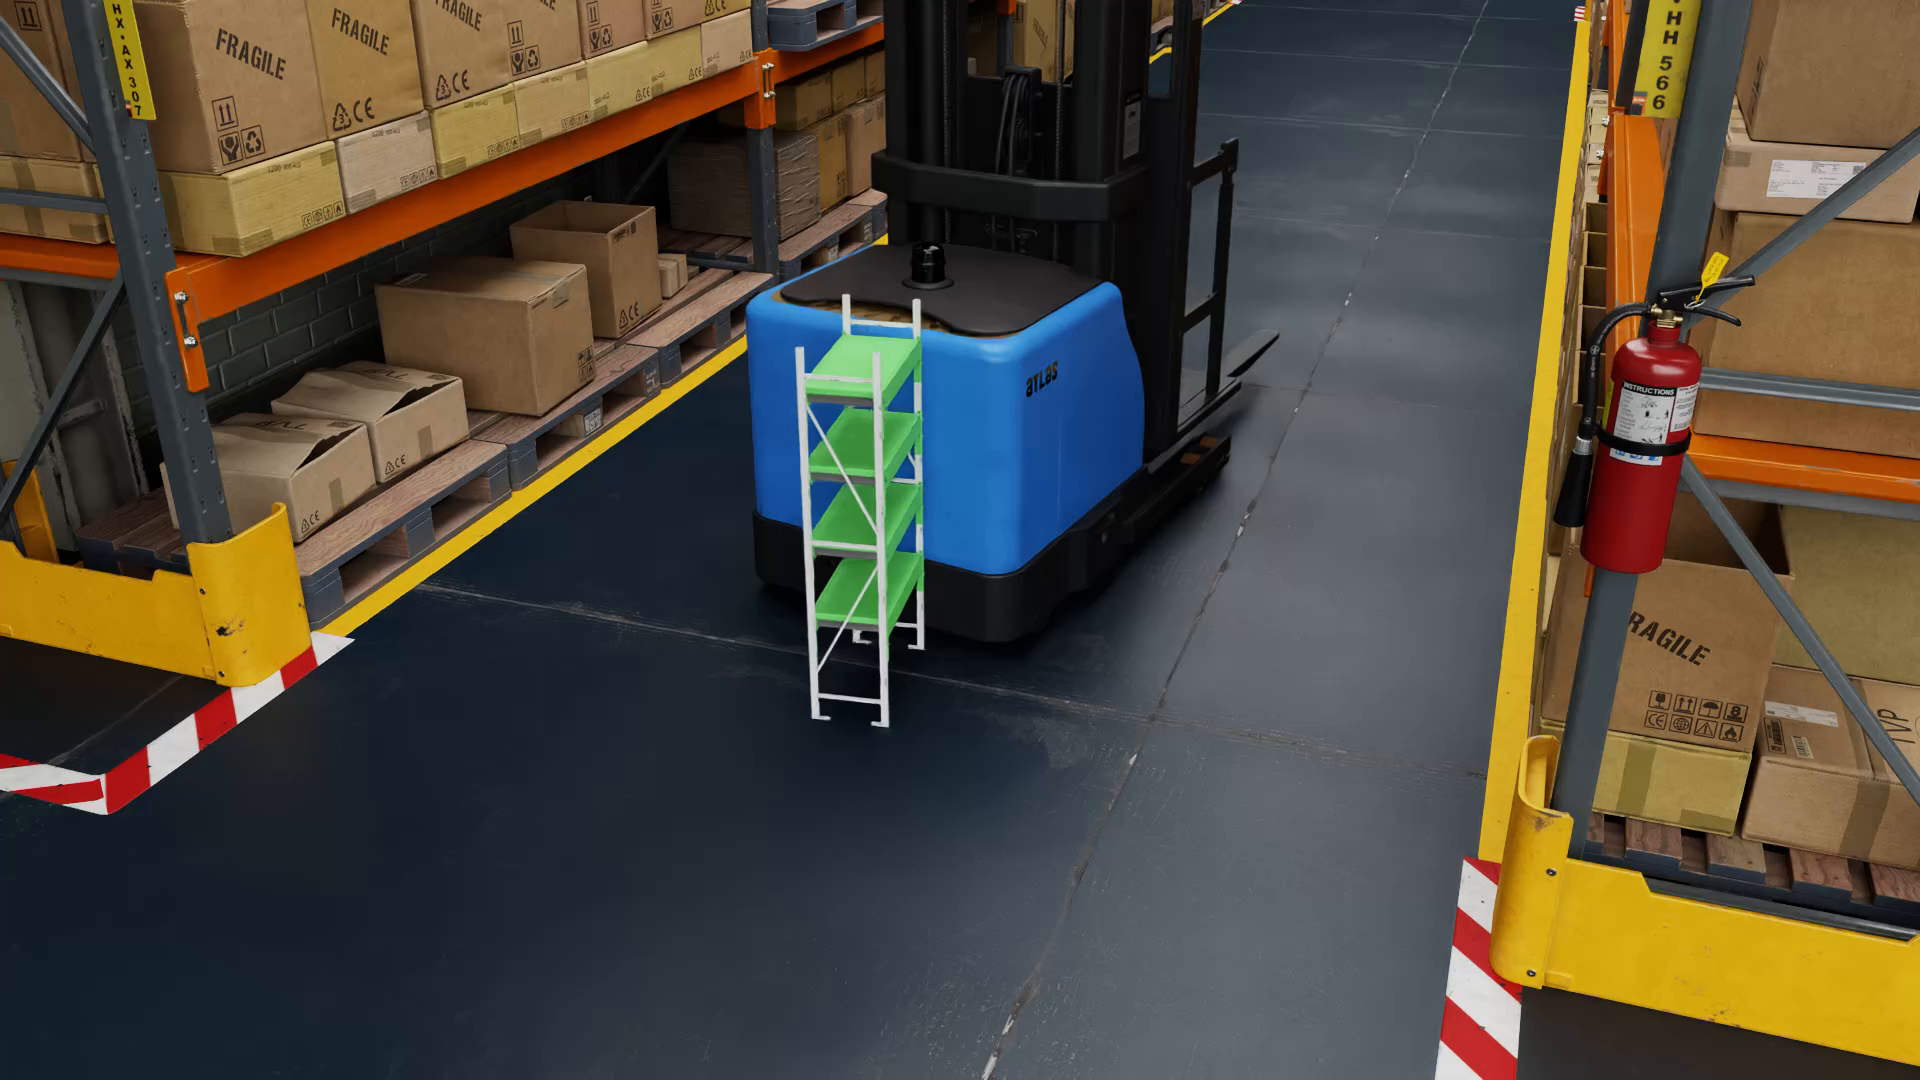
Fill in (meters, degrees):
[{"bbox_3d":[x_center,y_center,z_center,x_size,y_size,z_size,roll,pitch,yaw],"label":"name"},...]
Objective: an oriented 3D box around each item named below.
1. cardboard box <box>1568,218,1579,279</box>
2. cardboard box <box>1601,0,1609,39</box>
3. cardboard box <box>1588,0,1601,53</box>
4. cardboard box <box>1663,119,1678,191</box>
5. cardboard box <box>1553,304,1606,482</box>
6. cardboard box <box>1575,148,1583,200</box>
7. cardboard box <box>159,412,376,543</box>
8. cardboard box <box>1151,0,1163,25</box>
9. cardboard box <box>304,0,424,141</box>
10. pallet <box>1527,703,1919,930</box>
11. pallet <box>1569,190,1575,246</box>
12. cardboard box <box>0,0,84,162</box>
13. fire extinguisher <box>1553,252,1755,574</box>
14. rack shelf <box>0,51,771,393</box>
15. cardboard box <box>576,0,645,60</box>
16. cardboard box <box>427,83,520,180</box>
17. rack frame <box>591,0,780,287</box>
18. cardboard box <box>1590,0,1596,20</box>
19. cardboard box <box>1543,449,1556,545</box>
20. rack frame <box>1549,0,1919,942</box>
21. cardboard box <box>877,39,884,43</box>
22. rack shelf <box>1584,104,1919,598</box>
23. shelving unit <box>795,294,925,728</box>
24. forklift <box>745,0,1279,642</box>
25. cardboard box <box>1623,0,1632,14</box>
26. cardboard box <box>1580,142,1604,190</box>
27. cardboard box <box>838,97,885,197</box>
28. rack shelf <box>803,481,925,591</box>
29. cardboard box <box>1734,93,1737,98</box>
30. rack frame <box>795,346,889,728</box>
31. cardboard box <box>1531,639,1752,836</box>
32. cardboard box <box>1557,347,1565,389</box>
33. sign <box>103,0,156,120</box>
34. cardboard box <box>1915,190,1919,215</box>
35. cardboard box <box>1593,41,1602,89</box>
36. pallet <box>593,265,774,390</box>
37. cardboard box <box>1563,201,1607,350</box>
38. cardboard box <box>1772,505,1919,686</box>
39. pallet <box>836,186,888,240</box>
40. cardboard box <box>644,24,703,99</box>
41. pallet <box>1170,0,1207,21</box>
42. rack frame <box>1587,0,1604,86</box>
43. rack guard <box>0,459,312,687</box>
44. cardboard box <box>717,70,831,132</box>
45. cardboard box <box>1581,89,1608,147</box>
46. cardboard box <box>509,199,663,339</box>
[{"bbox_3d":[3.437,-1.507,8.593,0.500,0.250,0.500,9,27,19],"label":"cardboard box"},{"bbox_3d":[5.005,-3.842,12.247,0.500,0.250,0.500,8,27,16],"label":"cardboard box"},{"bbox_3d":[5.817,-4.561,14.591,0.500,0.500,0.500,9,27,17],"label":"cardboard box"},{"bbox_3d":[2.751,-1.363,5.509,0.700,0.500,0.500,9,27,18],"label":"cardboard box"},{"bbox_3d":[2.286,-0.452,5.554,0.500,0.500,0.500,9,27,17],"label":"cardboard box"},{"bbox_3d":[3.946,-2.141,9.903,0.500,0.250,0.500,8,27,16],"label":"cardboard box"},{"bbox_3d":[-2.456,-0.257,5.919,0.500,0.311,0.500,6,26,12],"label":"cardboard box"},{"bbox_3d":[1.568,-5.286,16.111,0.700,0.500,0.500,9,27,18],"label":"cardboard box"},{"bbox_3d":[-2.155,-1.631,5.465,0.500,0.500,0.500,9,27,18],"label":"cardboard box"},{"bbox_3d":[2.117,0.654,4.658,1.003,0.211,1.213,9,27,17],"label":"pallet"},{"bbox_3d":[4.253,-1.981,10.099,1.003,0.211,1.213,9,27,17],"label":"pallet"},{"bbox_3d":[-2.814,-1.501,5.198,0.500,0.500,0.500,8,27,17],"label":"cardboard box"},{"bbox_3d":[1.425,-0.265,3.444,0.296,0.674,0.183,9,27,17],"label":"fire extinguisher"},{"bbox_3d":[-2.105,-1.496,6.723,1.077,0.370,4.000,9,27,17],"label":"rack shelf"},{"bbox_3d":[-1.644,-2.270,6.785,0.500,0.500,0.500,8,27,16],"label":"cardboard box"},{"bbox_3d":[-1.974,-1.518,6.092,0.500,0.250,0.500,8,27,17],"label":"cardboard box"},{"bbox_3d":[-1.440,-2.642,8.264,1.000,3.000,0.127,9,27,17],"label":"rack frame"},{"bbox_3d":[6.445,-5.223,16.246,0.500,0.250,0.500,9,27,17],"label":"cardboard box"},{"bbox_3d":[2.290,-0.114,5.716,0.500,0.250,0.500,9,27,17],"label":"cardboard box"},{"bbox_3d":[1.902,-0.281,3.388,1.000,3.000,0.127,9,27,17],"label":"rack frame"},{"bbox_3d":[-0.548,-3.167,10.853,0.500,0.250,0.500,9,27,18],"label":"cardboard box"},{"bbox_3d":[2.567,-0.779,5.243,1.077,0.370,4.000,9,27,17],"label":"rack shelf"},{"bbox_3d":[-0.287,-0.086,5.051,0.258,1.200,0.503,5,26,11],"label":"shelving unit"},{"bbox_3d":[0.448,-1.590,6.171,1.130,2.935,3.031,14,29,26],"label":"forklift"},{"bbox_3d":[4.084,-3.189,9.497,0.500,0.311,0.500,8,27,17],"label":"cardboard box"},{"bbox_3d":[3.604,-1.962,8.890,0.500,0.311,0.500,8,27,17],"label":"cardboard box"},{"bbox_3d":[-0.878,-2.443,10.217,0.700,0.500,0.500,9,27,18],"label":"cardboard box"},{"bbox_3d":[-0.287,-0.029,5.079,0.258,0.148,0.480,5,26,11],"label":"rack shelf"},{"bbox_3d":[2.020,-1.016,4.046,0.380,0.149,0.250,8,27,17],"label":"cardboard box"},{"bbox_3d":[-0.336,0.018,4.836,0.240,1.200,0.015,5,26,11],"label":"rack frame"},{"bbox_3d":[1.802,0.504,4.440,0.500,0.250,0.500,9,27,17],"label":"cardboard box"},{"bbox_3d":[2.793,-0.730,6.988,0.500,0.250,0.500,9,27,17],"label":"cardboard box"},{"bbox_3d":[-2.259,-1.309,4.518,0.100,0.325,0.005,9,27,17],"label":"sign"},{"bbox_3d":[2.236,-0.748,3.494,0.380,0.149,0.250,9,27,17],"label":"cardboard box"},{"bbox_3d":[4.826,-3.273,11.931,0.500,0.500,0.500,8,27,16],"label":"cardboard box"},{"bbox_3d":[-1.630,-1.105,8.291,1.003,0.211,1.213,9,27,17],"label":"pallet"},{"bbox_3d":[2.783,-1.069,6.828,0.500,0.500,0.500,9,27,17],"label":"cardboard box"},{"bbox_3d":[2.455,0.036,4.546,0.500,0.500,0.500,9,27,17],"label":"cardboard box"},{"bbox_3d":[-0.778,-2.210,10.572,1.003,0.211,1.213,9,27,17],"label":"pallet"},{"bbox_3d":[-1.485,-2.141,7.379,0.500,0.250,0.500,9,27,18],"label":"cardboard box"},{"bbox_3d":[1.954,-5.478,17.323,1.003,0.211,1.213,9,27,17],"label":"pallet"},{"bbox_3d":[5.895,-5.212,13.573,1.000,3.000,0.127,9,27,17],"label":"rack frame"},{"bbox_3d":[-2.745,0.096,5.478,1.175,0.500,0.348,9,27,17],"label":"rack guard"},{"bbox_3d":[-1.067,-2.538,9.554,0.500,0.250,0.500,8,27,16],"label":"cardboard box"},{"bbox_3d":[4.113,-2.600,10.207,0.500,0.311,0.500,10,27,19],"label":"cardboard box"},{"bbox_3d":[-1.747,-1.282,7.820,0.500,0.500,0.500,7,27,14],"label":"cardboard box"}]
